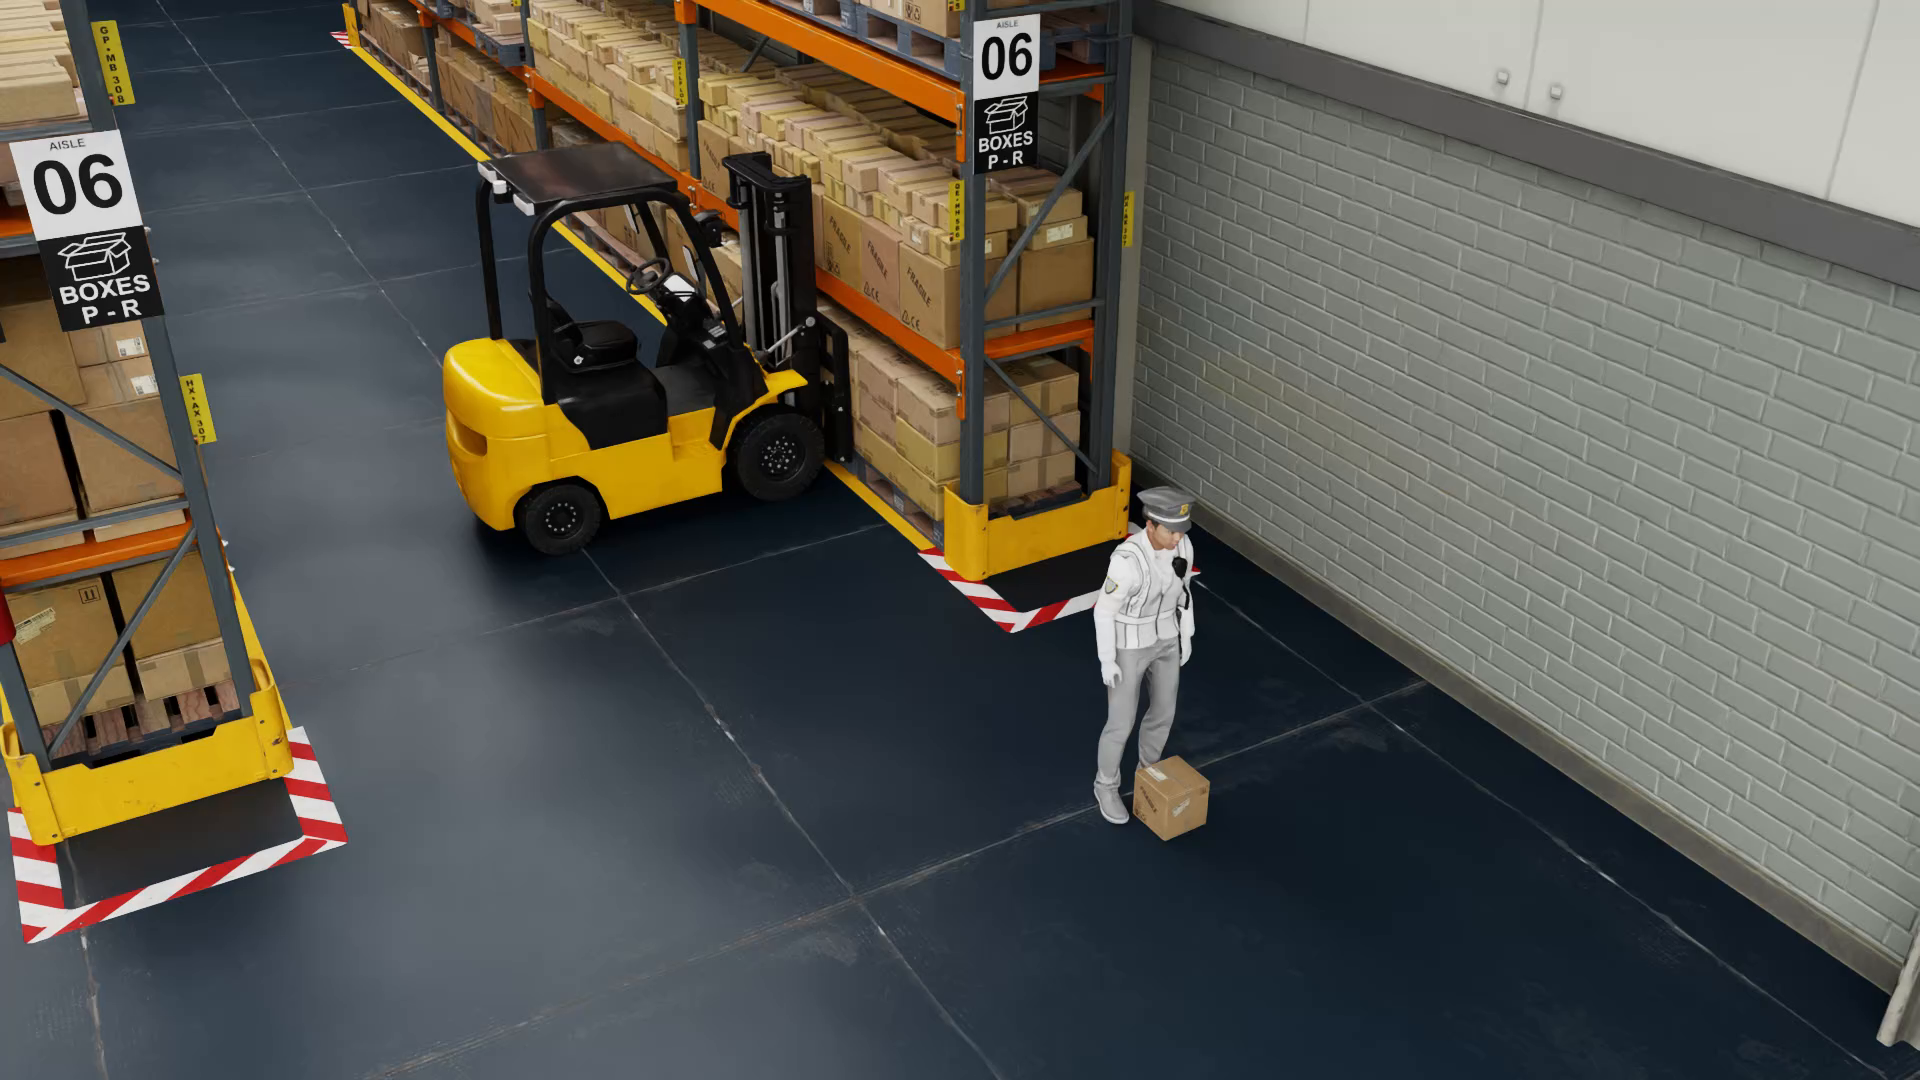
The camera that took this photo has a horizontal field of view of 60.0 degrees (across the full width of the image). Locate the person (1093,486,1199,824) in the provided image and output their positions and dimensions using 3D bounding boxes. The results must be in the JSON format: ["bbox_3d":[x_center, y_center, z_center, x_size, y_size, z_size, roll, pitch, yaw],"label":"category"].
[{"bbox_3d":[0.857,0.498,7.660,0.526,1.662,0.375,-16,33,-27],"label":"person"}]
